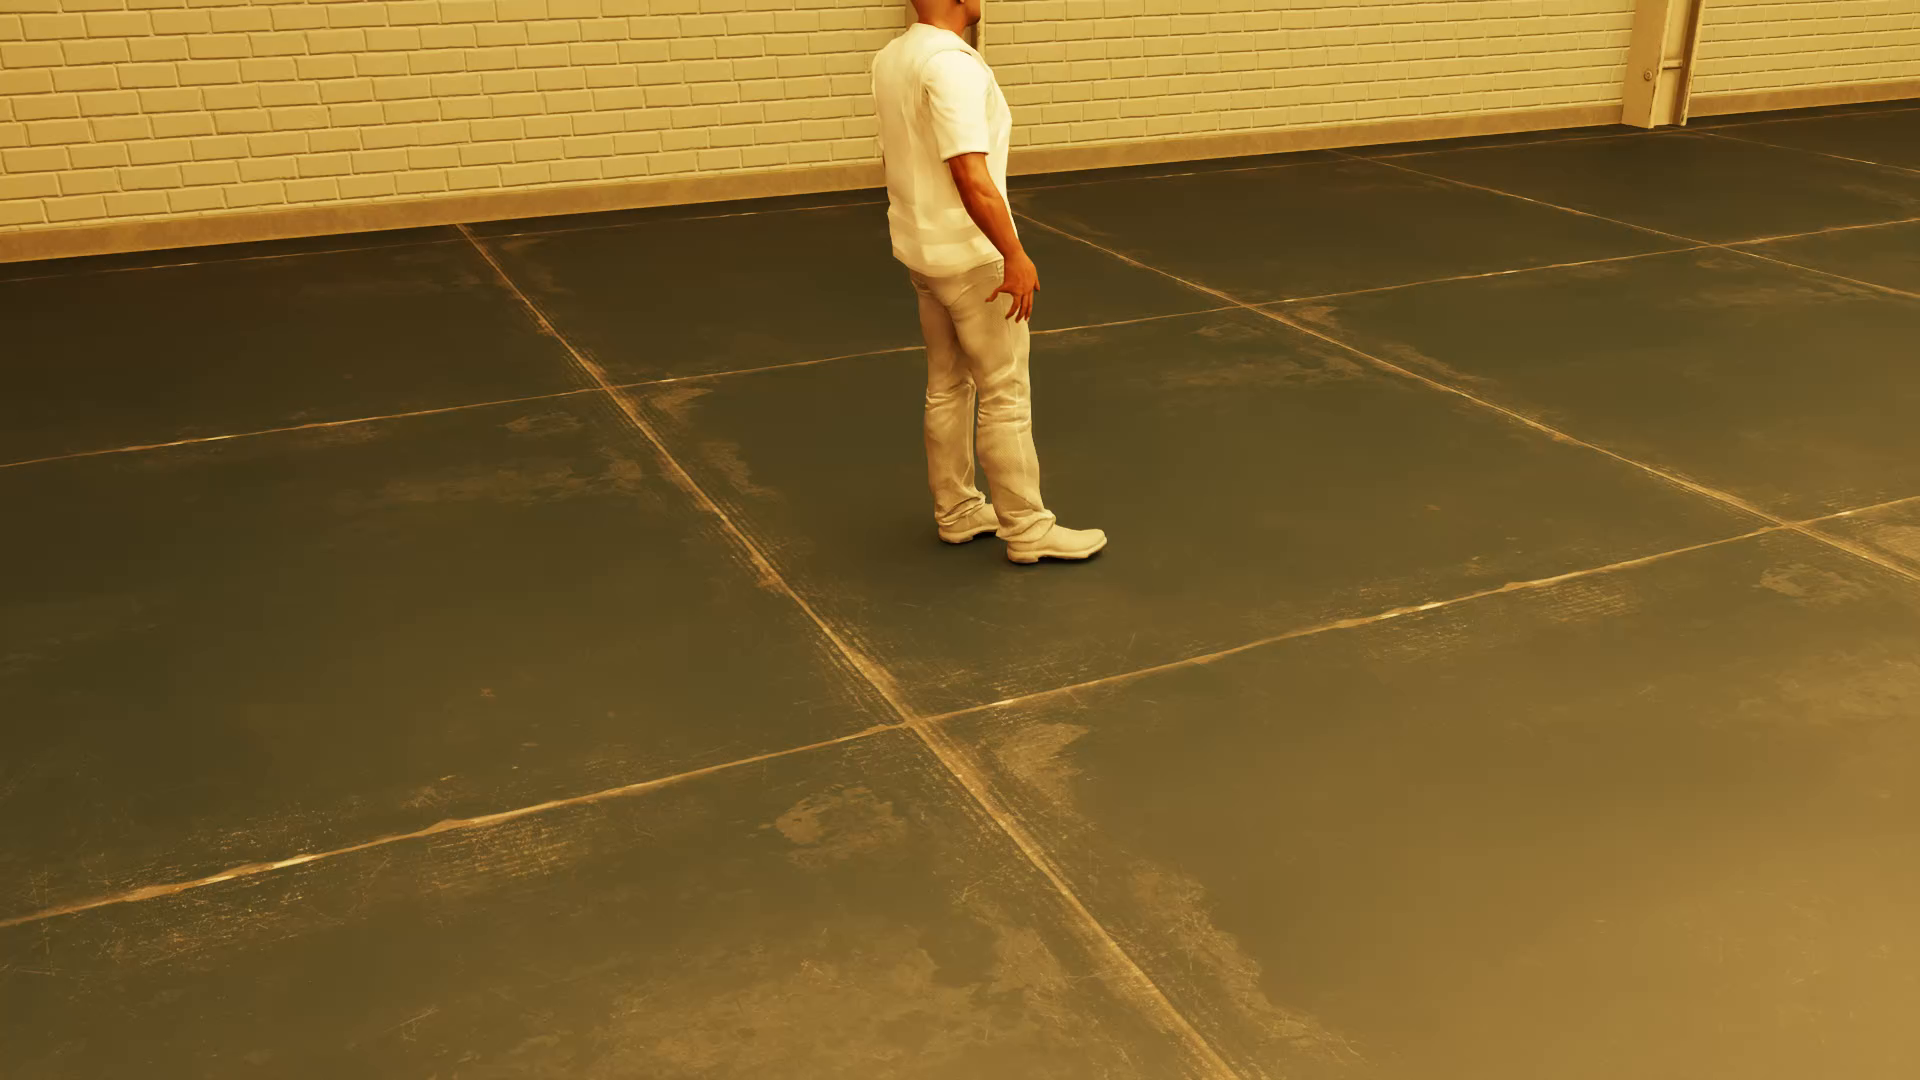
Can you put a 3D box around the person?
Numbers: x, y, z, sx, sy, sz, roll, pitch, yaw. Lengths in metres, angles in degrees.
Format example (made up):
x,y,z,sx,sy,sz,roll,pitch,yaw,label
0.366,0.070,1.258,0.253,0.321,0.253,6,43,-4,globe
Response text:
x,y,z,sx,sy,sz,roll,pitch,yaw,label
0.066,-0.832,4.788,0.575,1.768,0.665,-10,25,-23,person
